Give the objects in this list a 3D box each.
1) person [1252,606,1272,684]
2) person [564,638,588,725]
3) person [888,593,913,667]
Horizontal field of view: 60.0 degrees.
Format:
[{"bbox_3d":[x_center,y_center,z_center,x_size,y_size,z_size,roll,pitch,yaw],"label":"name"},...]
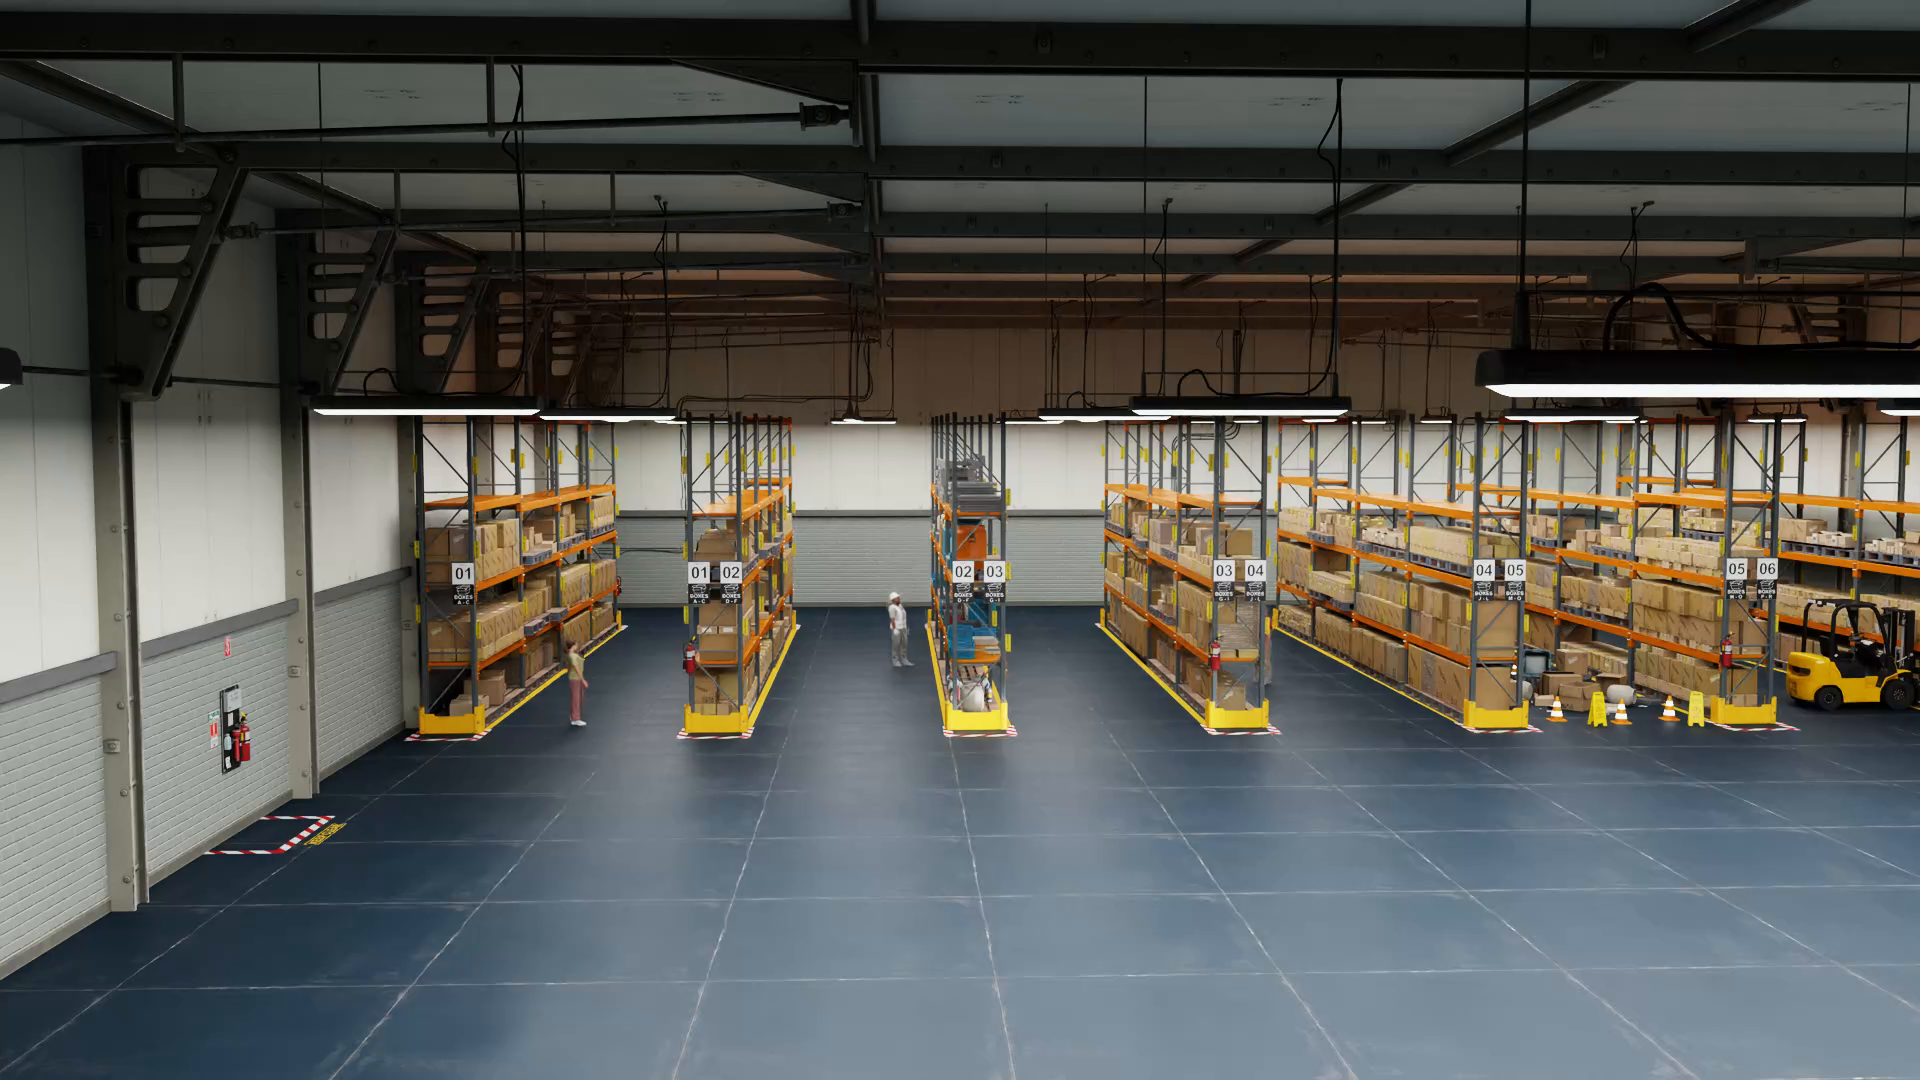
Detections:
[{"bbox_3d":[6.758,2.329,37.123,0.397,1.728,0.580,-2,4,-25],"label":"person"},{"bbox_3d":[-7.361,2.734,31.952,0.473,1.718,0.537,0,4,-4],"label":"person"},{"bbox_3d":[-1.432,2.136,39.695,0.508,1.773,0.644,2,5,32],"label":"person"}]
